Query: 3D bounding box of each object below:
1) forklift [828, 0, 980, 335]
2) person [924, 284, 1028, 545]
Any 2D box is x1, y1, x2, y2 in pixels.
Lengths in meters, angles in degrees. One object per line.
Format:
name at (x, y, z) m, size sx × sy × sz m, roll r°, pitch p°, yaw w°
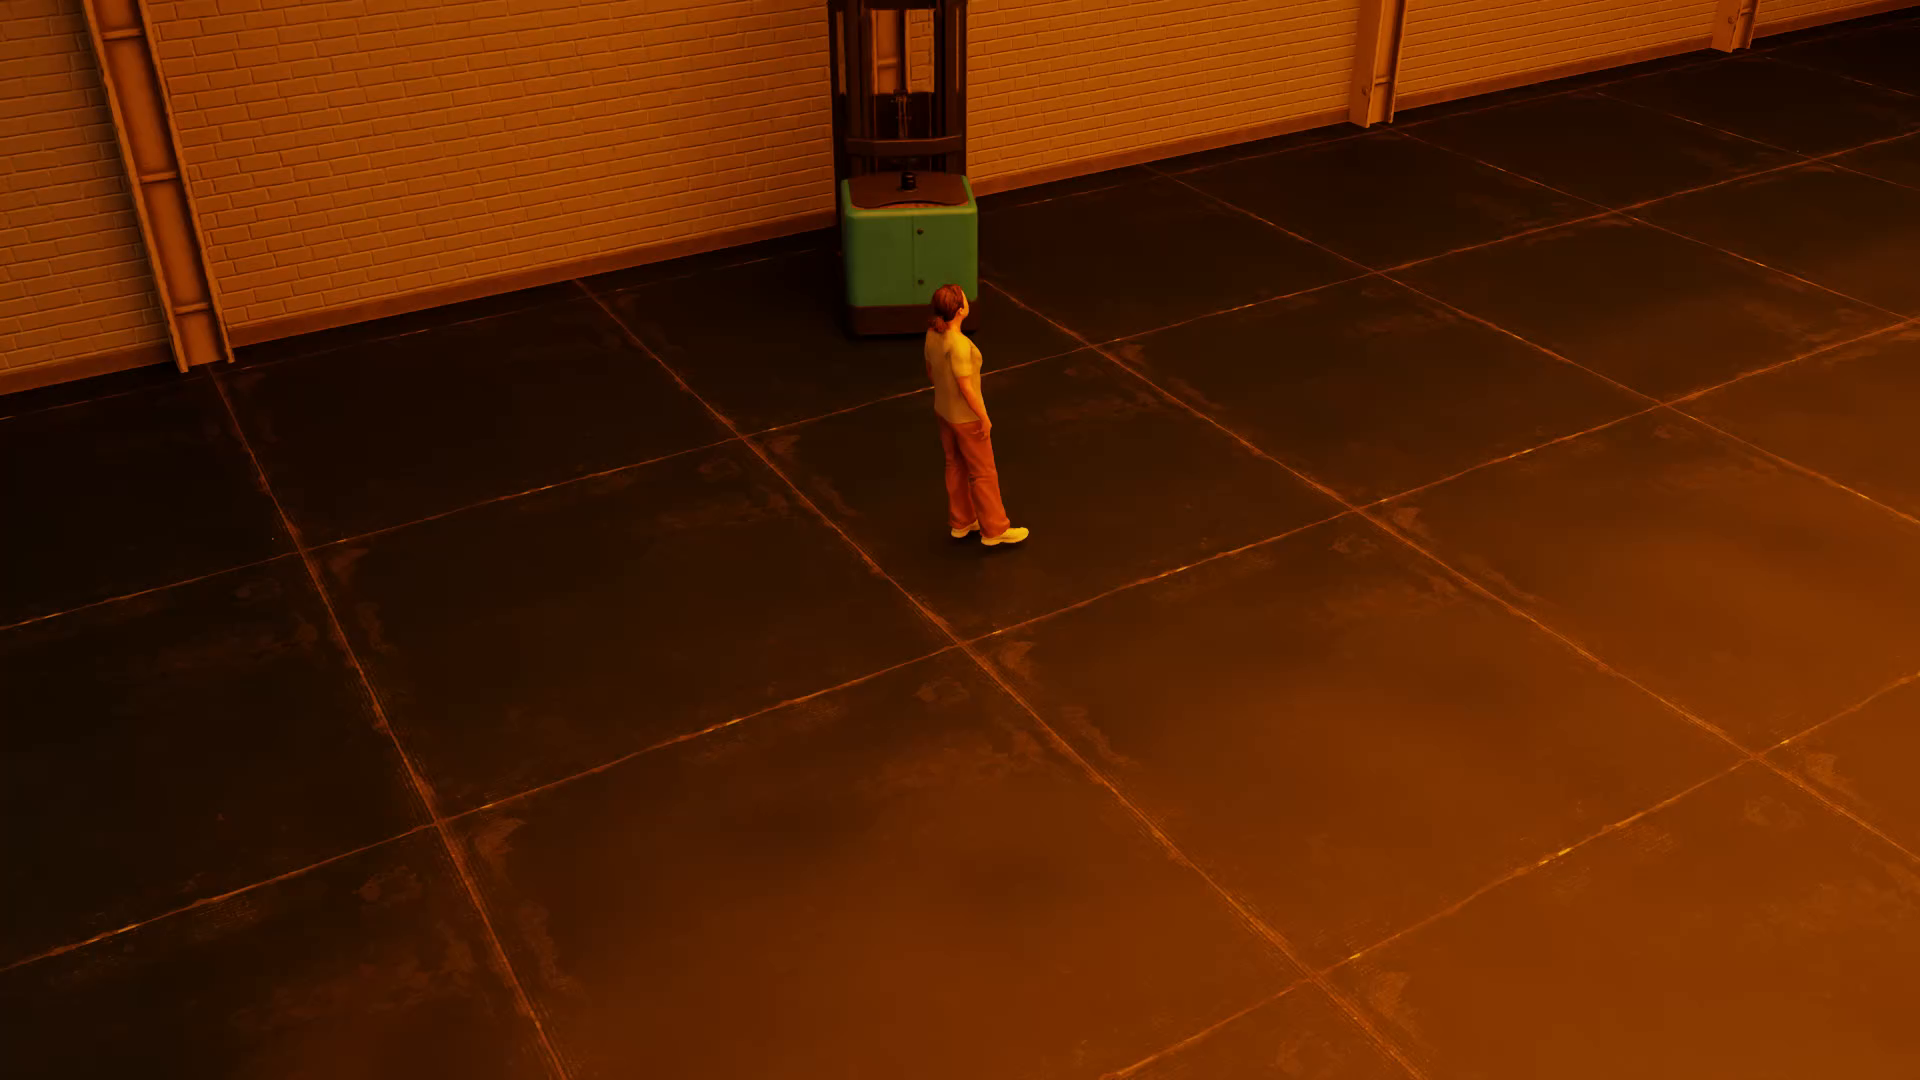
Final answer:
forklift at (-0.518, -3.595, 13.651) m, size 1.130 × 2.935 × 3.031 m, roll -3°, pitch 31°, yaw -5°
person at (0.068, -0.770, 10.072) m, size 0.548 × 1.666 × 0.554 m, roll -17°, pitch 35°, yaw -26°
